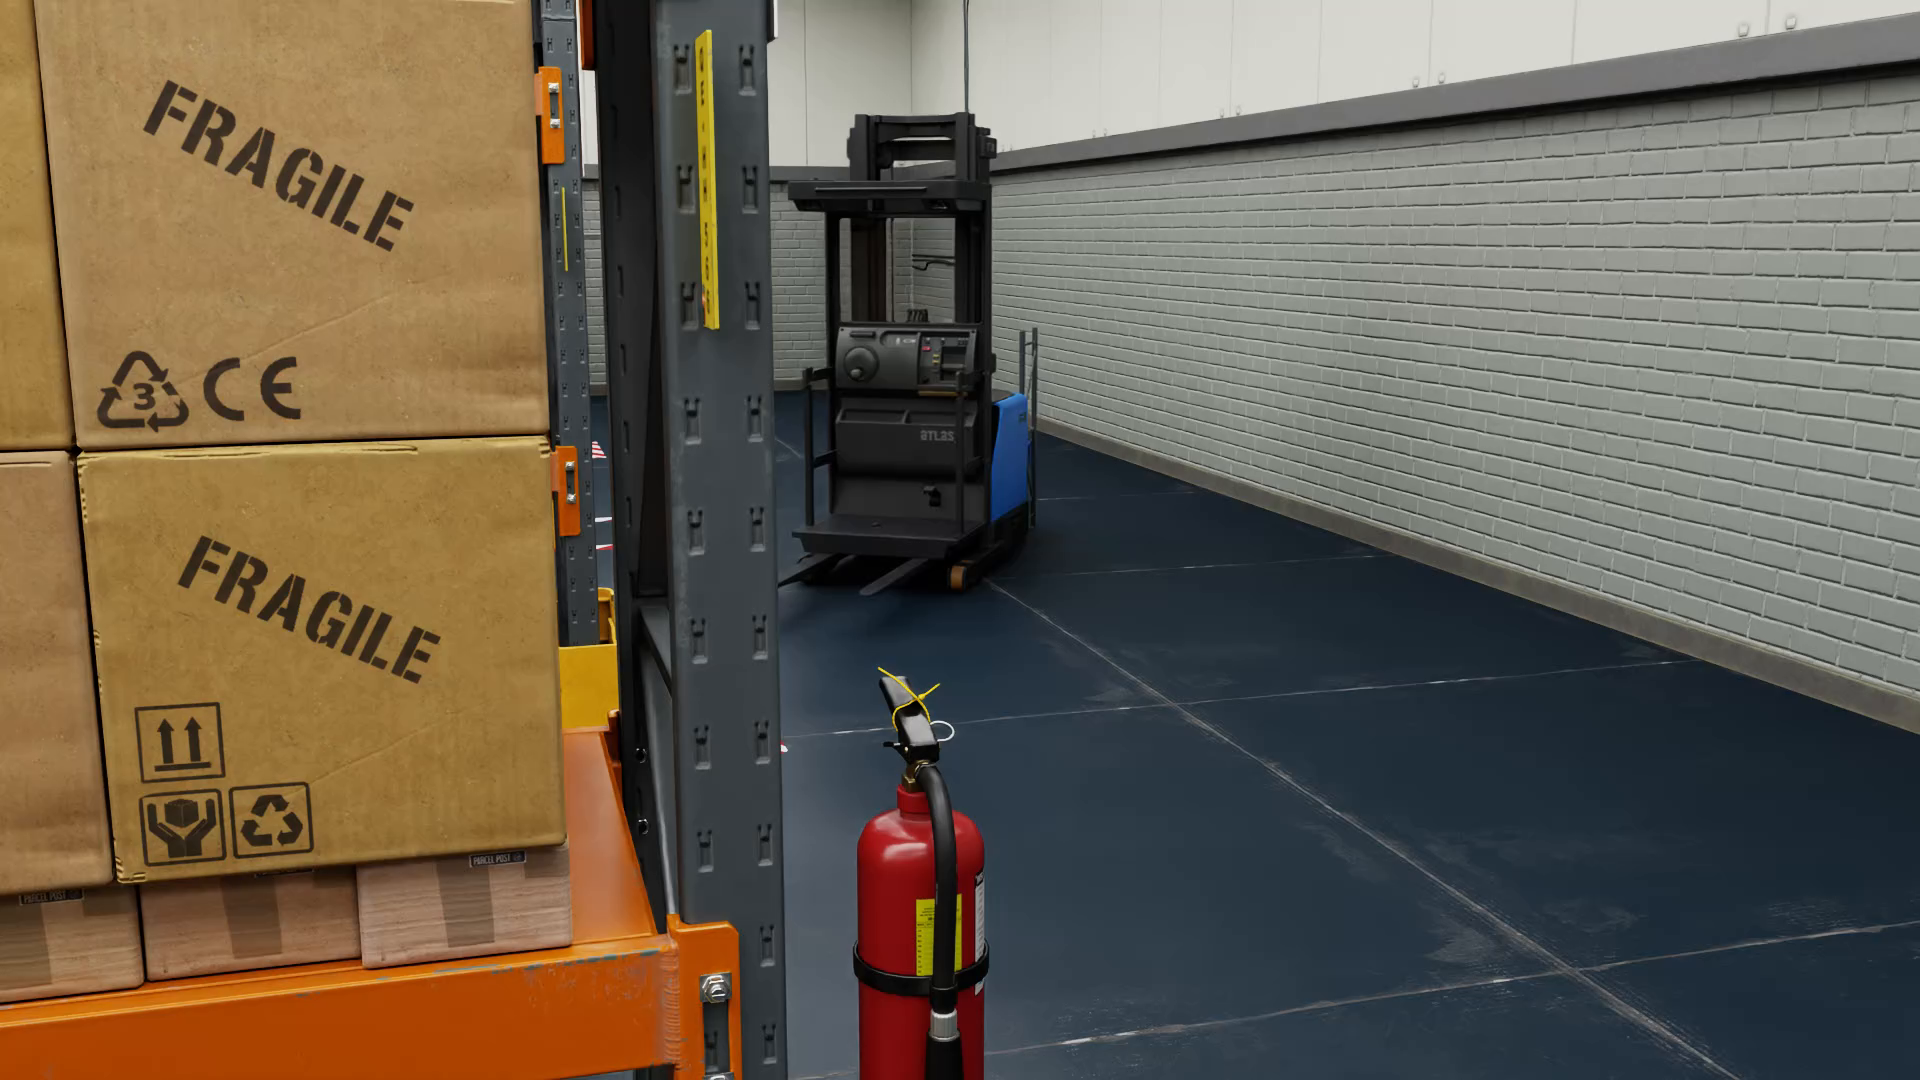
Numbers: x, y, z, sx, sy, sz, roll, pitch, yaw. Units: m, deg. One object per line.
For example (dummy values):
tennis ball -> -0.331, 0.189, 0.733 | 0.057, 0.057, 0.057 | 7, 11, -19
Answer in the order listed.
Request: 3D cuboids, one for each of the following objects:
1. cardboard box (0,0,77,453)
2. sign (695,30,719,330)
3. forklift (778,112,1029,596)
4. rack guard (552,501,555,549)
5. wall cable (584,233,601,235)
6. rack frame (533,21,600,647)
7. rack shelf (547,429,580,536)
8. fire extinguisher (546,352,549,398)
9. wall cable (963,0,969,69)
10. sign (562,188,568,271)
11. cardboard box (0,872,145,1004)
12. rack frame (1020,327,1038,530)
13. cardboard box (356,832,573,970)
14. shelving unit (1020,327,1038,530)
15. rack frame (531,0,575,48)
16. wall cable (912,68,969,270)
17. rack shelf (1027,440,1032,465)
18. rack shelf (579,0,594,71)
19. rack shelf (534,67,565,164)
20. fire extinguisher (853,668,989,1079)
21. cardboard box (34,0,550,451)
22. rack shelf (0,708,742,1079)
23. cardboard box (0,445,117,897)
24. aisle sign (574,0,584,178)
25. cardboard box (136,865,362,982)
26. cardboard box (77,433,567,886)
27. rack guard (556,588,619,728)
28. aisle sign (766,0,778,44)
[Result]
cardboard box -> -1.279, -0.372, 1.923 | 0.500, 0.500, 0.500 | -3, 11, -18
sign -> -0.287, -0.404, 1.887 | 0.005, 0.325, 0.100 | -3, 11, -16
forklift -> -0.403, -1.199, 10.465 | 1.130, 2.935, 3.031 | 3, 11, 16
rack guard -> -3.077, -0.279, 12.183 | 0.348, 0.500, 1.175 | -3, 11, -16
wall cable -> -4.901, -3.956, 22.446 | 1.851, 1.984, 0.084 | -3, 11, -16
rack frame -> -1.712, -0.644, 7.261 | 0.127, 3.000, 1.000 | -3, 11, -16
rack shelf -> -3.632, -0.189, 6.776 | 4.000, 0.370, 1.077 | -3, 11, -16
fire extinguisher -> -2.825, -1.212, 11.591 | 0.183, 0.674, 0.296 | -3, 11, -16
wall cable -> 0.421, -6.888, 19.236 | 0.112, 2.526, 3.097 | -3, 11, -16
sign -> -1.574, -1.235, 6.618 | 0.005, 0.325, 0.100 | -3, 11, -16
cardboard box -> -1.143, 0.434, 2.100 | 0.250, 0.149, 0.380 | -3, 11, -17
rack frame -> 0.500, -0.792, 12.206 | 0.032, 1.500, 0.500 | 3, 11, 14
cardboard box -> -0.657, 0.412, 2.216 | 0.250, 0.149, 0.380 | -3, 11, -16
shelving unit -> 0.007, -0.814, 12.326 | 1.048, 1.500, 0.538 | 3, 11, 14
rack frame -> -1.712, -3.595, 6.718 | 0.127, 3.000, 1.000 | -3, 11, -16
wall cable -> -0.335, -4.875, 22.248 | 0.112, 2.526, 3.097 | -3, 11, -16
rack shelf -> 0.007, -0.637, 12.358 | 1.000, 0.185, 0.538 | 3, 11, 14
rack shelf -> -2.343, -0.797, 1.793 | 4.000, 0.370, 1.077 | -3, 11, -16
rack shelf -> -3.632, -1.664, 6.505 | 4.000, 0.370, 1.077 | -3, 11, -16
fire extinguisher -> -0.052, 0.512, 2.224 | 0.183, 0.674, 0.296 | -3, 11, -16
cardboard box -> -0.793, -0.398, 2.062 | 0.500, 0.500, 0.500 | -3, 11, -17
rack shelf -> -2.343, 0.678, 2.065 | 4.000, 0.370, 1.077 | -3, 11, -16
cardboard box -> -1.278, 0.120, 2.010 | 0.500, 0.500, 0.500 | -3, 11, -17
aisle sign -> -1.559, -1.874, 6.762 | 0.004, 0.787, 0.394 | -3, 11, -16
cardboard box -> -0.906, 0.418, 2.183 | 0.250, 0.149, 0.380 | -3, 11, -16
cardboard box -> -0.782, 0.095, 2.147 | 0.500, 0.500, 0.500 | -3, 11, -15
rack guard -> -1.689, 0.584, 7.494 | 0.348, 0.500, 1.175 | -3, 11, -16
aisle sign -> -0.269, -1.007, 2.051 | 0.004, 0.787, 0.394 | -3, 11, -16
